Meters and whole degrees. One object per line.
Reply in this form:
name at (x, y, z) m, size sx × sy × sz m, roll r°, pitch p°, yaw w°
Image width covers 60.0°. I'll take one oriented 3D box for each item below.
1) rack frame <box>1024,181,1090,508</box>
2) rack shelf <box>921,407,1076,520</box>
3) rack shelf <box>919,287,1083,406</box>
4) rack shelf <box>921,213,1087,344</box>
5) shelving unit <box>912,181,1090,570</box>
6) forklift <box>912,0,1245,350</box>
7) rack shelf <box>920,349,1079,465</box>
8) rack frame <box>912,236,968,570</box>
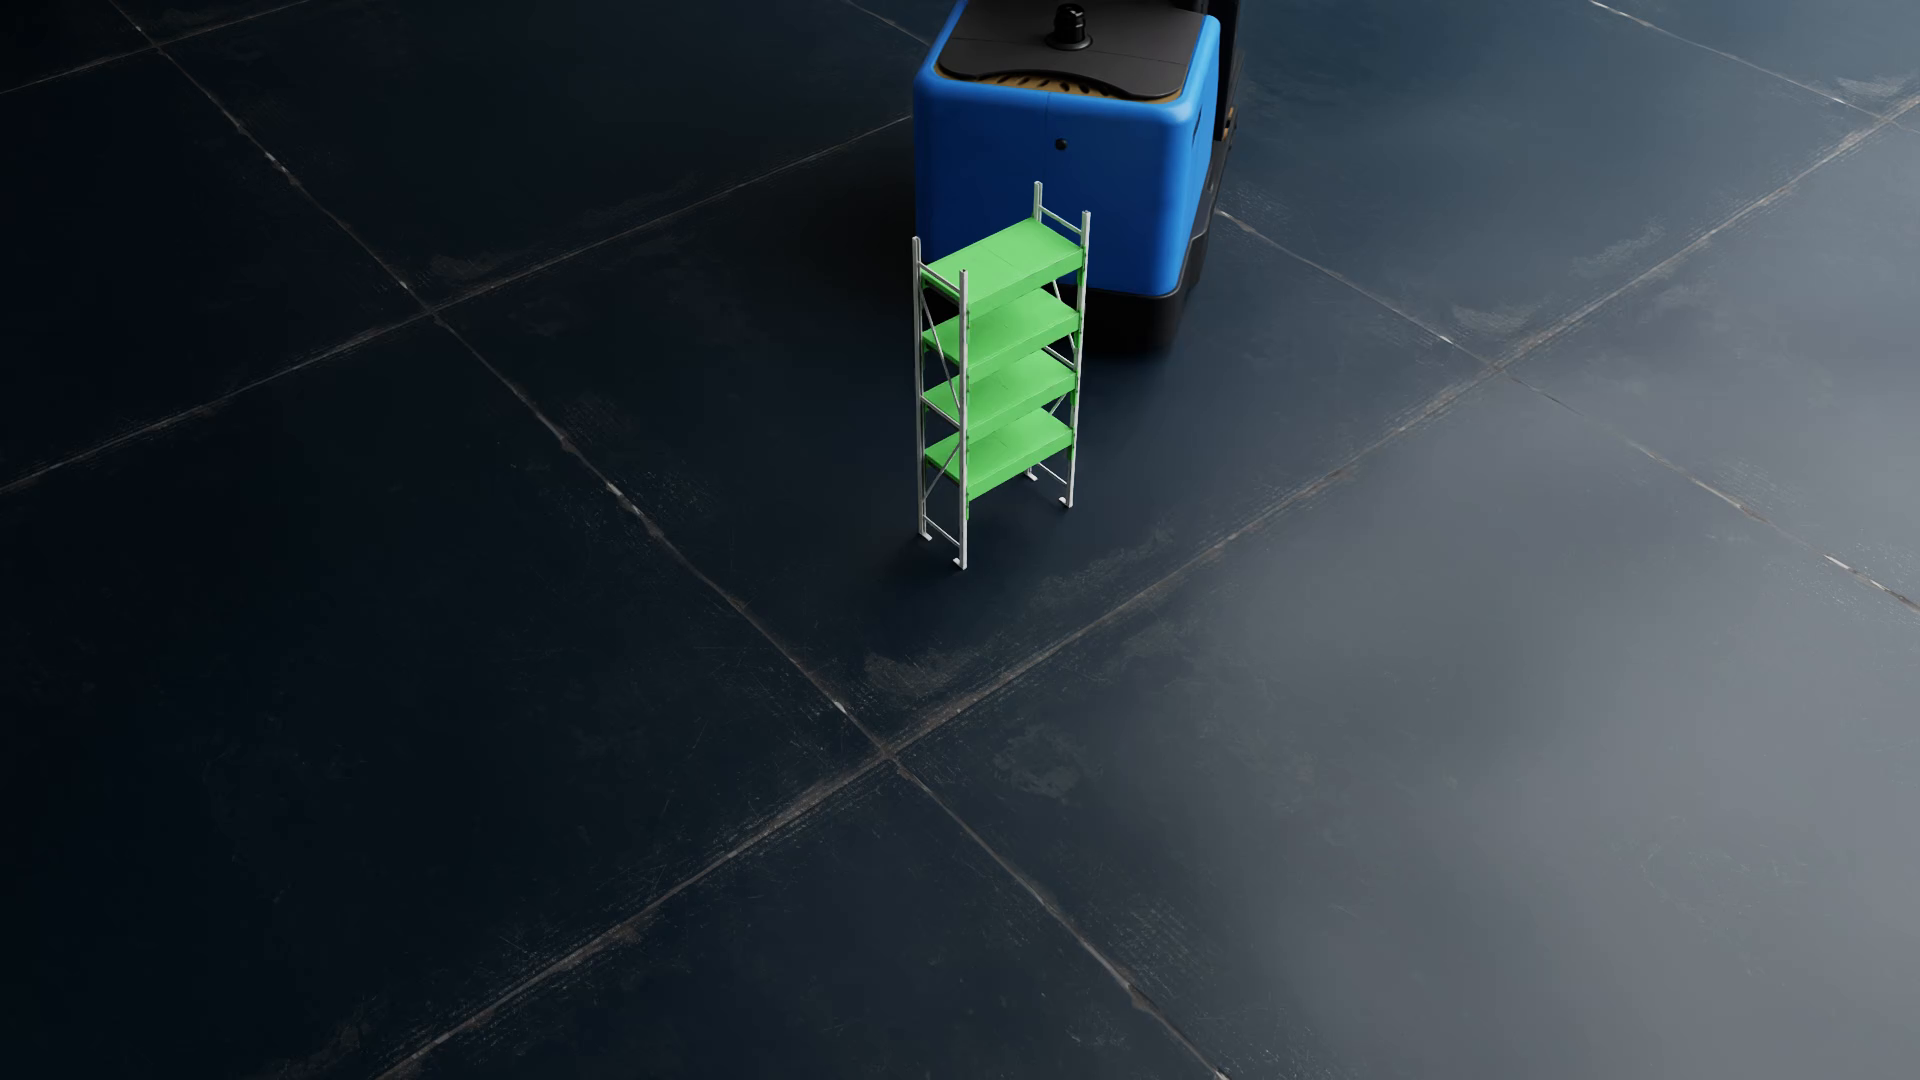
rack frame at (0.314, -0.617, 5.531) m, size 0.015 × 1.200 × 0.240 m, roll -30°, pitch 51°, yaw -28°
rack shelf at (0.127, -0.289, 5.625) m, size 0.480 × 0.148 × 0.258 m, roll -30°, pitch 51°, yaw -28°
rack shelf at (0.127, -0.638, 5.296) m, size 0.480 × 0.148 × 0.258 m, roll -30°, pitch 51°, yaw -28°
rack shelf at (0.127, -0.813, 5.132) m, size 0.480 × 0.148 × 0.258 m, roll -30°, pitch 51°, yaw -28°
shelving unit at (0.127, -0.510, 5.417) m, size 0.503 × 1.200 × 0.258 m, roll -30°, pitch 51°, yaw -28°
forklift at (0.665, -2.828, 6.621) m, size 1.130 × 2.935 × 3.031 m, roll 10°, pitch 44°, yaw 10°
rack shelf at (0.127, -0.463, 5.460) m, size 0.480 × 0.148 × 0.258 m, roll -30°, pitch 51°, yaw -28°
rack frame at (-0.060, -0.403, 5.303) m, size 0.015 × 1.200 × 0.240 m, roll -30°, pitch 51°, yaw -28°
